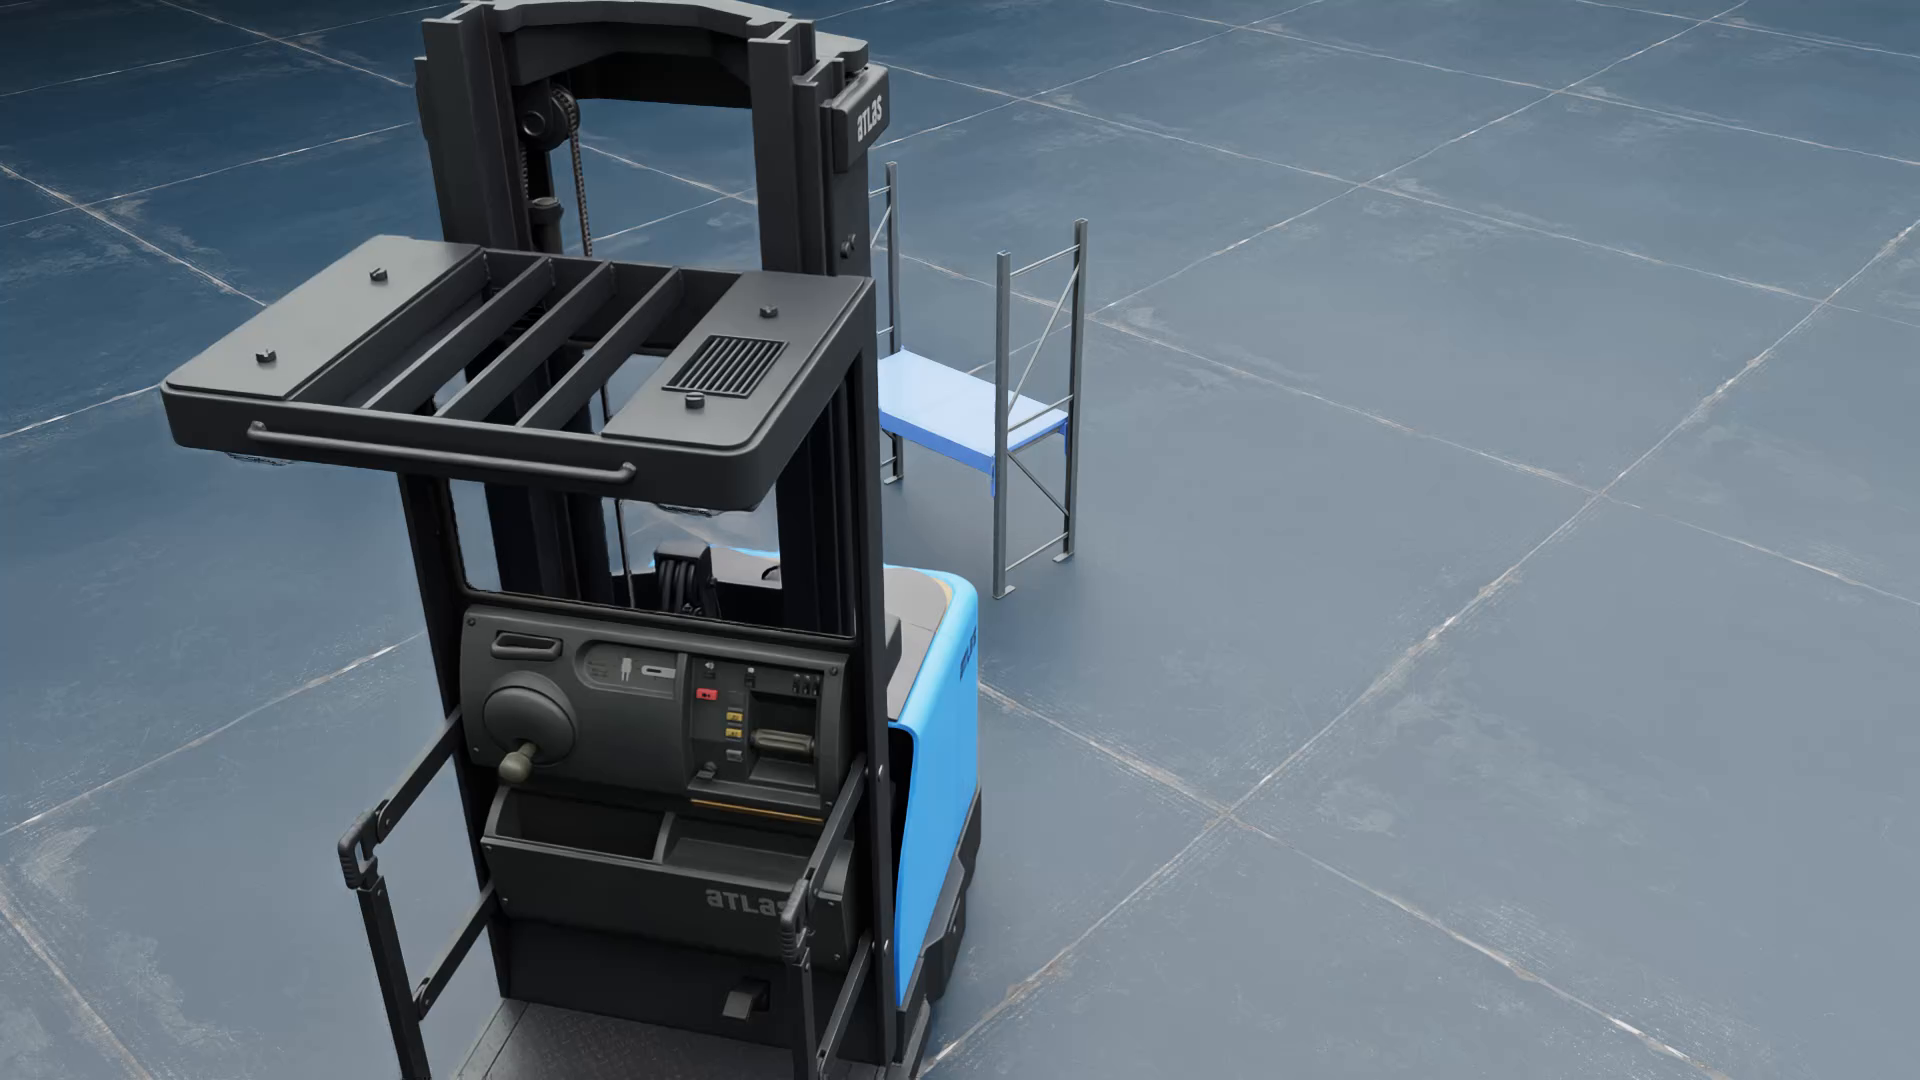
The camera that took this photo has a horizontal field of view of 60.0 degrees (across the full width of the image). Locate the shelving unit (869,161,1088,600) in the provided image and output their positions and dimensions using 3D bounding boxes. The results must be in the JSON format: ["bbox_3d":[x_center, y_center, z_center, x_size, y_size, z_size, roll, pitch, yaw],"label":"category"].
[{"bbox_3d":[-0.063,-0.672,6.912,1.048,1.500,0.538,25,39,35],"label":"shelving unit"}]

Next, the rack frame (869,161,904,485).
[{"bbox_3d":[-0.440,-0.848,7.204,0.032,1.500,0.500,25,39,35],"label":"rack frame"}]

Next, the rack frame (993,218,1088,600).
[{"bbox_3d":[0.314,-0.496,6.620,0.032,1.500,0.500,25,39,35],"label":"rack frame"}]

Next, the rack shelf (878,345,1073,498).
[{"bbox_3d":[-0.063,-0.518,7.005,1.000,0.185,0.538,25,39,35],"label":"rack shelf"}]

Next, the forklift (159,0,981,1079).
[{"bbox_3d":[-0.763,0.452,3.658,1.130,2.935,3.031,7,32,11],"label":"forklift"}]
